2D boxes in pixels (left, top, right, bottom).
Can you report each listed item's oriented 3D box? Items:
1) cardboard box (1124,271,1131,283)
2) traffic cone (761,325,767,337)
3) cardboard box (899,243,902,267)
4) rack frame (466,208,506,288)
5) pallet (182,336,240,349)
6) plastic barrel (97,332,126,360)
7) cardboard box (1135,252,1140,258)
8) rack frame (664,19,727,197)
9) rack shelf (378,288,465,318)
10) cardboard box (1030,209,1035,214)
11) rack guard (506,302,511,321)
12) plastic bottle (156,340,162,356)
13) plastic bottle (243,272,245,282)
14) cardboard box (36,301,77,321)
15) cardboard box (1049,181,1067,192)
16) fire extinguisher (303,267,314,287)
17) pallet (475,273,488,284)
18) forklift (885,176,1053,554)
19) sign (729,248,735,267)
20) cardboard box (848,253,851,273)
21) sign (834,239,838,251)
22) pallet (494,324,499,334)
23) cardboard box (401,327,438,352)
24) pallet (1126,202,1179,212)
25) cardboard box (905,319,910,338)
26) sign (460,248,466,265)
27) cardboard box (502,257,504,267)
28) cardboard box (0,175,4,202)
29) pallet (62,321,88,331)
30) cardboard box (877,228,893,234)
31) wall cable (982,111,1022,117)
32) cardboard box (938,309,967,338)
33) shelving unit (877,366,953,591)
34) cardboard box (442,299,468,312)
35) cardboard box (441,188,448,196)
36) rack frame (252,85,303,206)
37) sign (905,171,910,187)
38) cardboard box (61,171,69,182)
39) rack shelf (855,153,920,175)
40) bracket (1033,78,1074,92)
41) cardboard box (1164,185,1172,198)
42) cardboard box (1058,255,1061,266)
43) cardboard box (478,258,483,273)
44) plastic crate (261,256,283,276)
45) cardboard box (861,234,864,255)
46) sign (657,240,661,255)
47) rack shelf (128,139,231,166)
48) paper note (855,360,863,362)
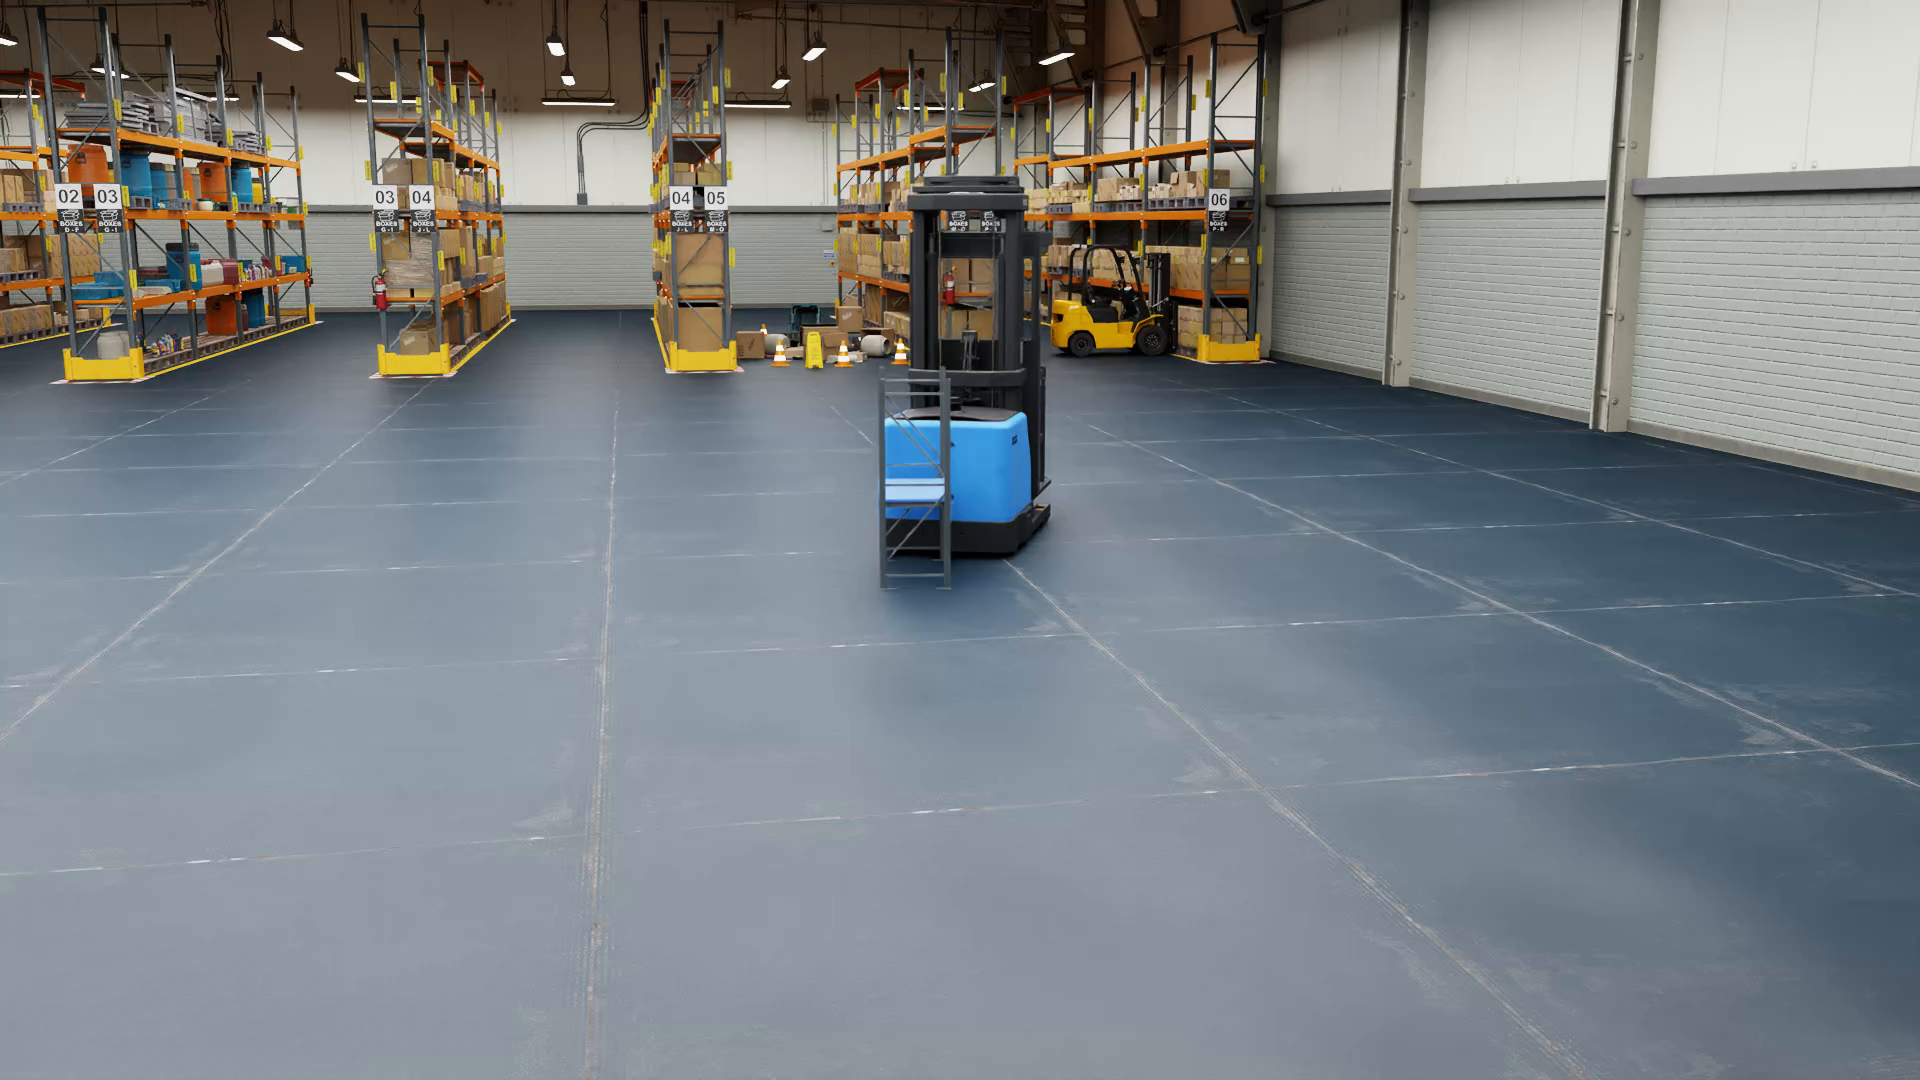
[{"bbox_3d":[3.879,-5.742,36.242,0.500,0.250,0.500,-2,11,-11],"label":"cardboard box"},{"bbox_3d":[-4.146,-4.315,35.132,0.336,0.463,0.334,-2,11,-11],"label":"traffic cone"},{"bbox_3d":[-1.038,-6.123,35.658,0.500,0.500,0.500,-2,11,-9],"label":"cardboard box"},{"bbox_3d":[-12.586,-7.300,44.027,1.000,3.000,0.127,-2,11,-11],"label":"rack frame"},{"bbox_3d":[-15.775,-4.139,34.879,1.003,0.211,1.213,-2,11,-11],"label":"pallet"},{"bbox_3d":[-14.535,-3.287,28.476,0.421,0.512,0.421,0,11,0],"label":"plastic barrel"},{"bbox_3d":[3.985,-6.110,35.771,0.380,0.149,0.250,-2,11,-12],"label":"cardboard box"},{"bbox_3d":[-4.589,-7.474,28.899,1.000,3.000,0.127,-2,11,-11],"label":"rack frame"},{"bbox_3d":[-9.863,-4.379,30.604,1.077,0.370,4.000,-2,11,-11],"label":"rack shelf"},{"bbox_3d":[2.093,-8.794,44.529,0.380,0.149,0.250,-2,11,-10],"label":"cardboard box"},{"bbox_3d":[-12.590,-6.076,44.284,1.175,0.500,0.348,-2,11,-11],"label":"rack guard"},{"bbox_3d":[-14.405,-3.453,29.904,0.061,0.283,0.133,-2,11,-10],"label":"plastic bottle"},{"bbox_3d":[-15.726,-5.797,36.445,0.061,0.283,0.133,-2,11,-11],"label":"plastic bottle"},{"bbox_3d":[-21.896,-5.541,40.285,0.797,0.503,0.637,-2,11,-11],"label":"cardboard box"},{"bbox_3d":[2.497,-8.995,42.289,0.396,0.266,0.258,-2,11,-12],"label":"cardboard box"},{"bbox_3d":[-17.027,-6.943,43.355,0.296,0.674,0.183,-2,11,-11],"label":"fire extinguisher"},{"bbox_3d":[-10.787,-5.612,35.670,1.213,0.211,1.003,-2,11,-11],"label":"pallet"},{"bbox_3d":[0.176,-1.561,14.060,1.130,2.935,3.031,2,11,11],"label":"forklift"},{"bbox_3d":[-4.043,-5.010,29.472,0.100,0.325,0.005,-2,11,-11],"label":"sign"},{"bbox_3d":[-2.645,-7.237,43.431,0.500,0.500,0.500,-2,11,-12],"label":"cardboard box"},{"bbox_3d":[-3.410,-8.105,45.732,0.100,0.325,0.005,-2,11,-11],"label":"sign"},{"bbox_3d":[-11.584,-5.058,39.704,1.003,0.211,1.213,-2,11,-11],"label":"pallet"},{"bbox_3d":[-9.729,-3.567,29.978,0.500,0.500,0.500,1,11,4],"label":"cardboard box"},{"bbox_3d":[4.153,-7.181,35.894,0.805,0.209,1.217,-3,11,-13],"label":"pallet"},{"bbox_3d":[-0.635,-4.471,35.069,0.950,0.372,0.625,-2,11,-10],"label":"cardboard box"},{"bbox_3d":[-9.721,-5.545,32.494,0.100,0.325,0.005,-2,11,-11],"label":"sign"},{"bbox_3d":[-12.231,-7.293,43.597,0.500,0.250,0.500,-2,11,-12],"label":"cardboard box"},{"bbox_3d":[-21.238,-7.645,36.161,0.600,0.600,0.600,-3,11,-13],"label":"cardboard box"},{"bbox_3d":[-21.899,-5.187,40.384,1.003,0.211,1.213,-2,11,-11],"label":"pallet"},{"bbox_3d":[-1.894,-7.853,42.256,0.380,0.149,0.250,-2,11,-12],"label":"cardboard box"},{"bbox_3d":[2.161,-14.602,51.475,2.988,3.039,0.133,-2,11,-11],"label":"wall cable"},{"bbox_3d":[-0.165,-4.087,31.373,0.500,0.500,0.500,-2,11,-11],"label":"cardboard box"},{"bbox_3d":[-0.339,-0.477,12.190,0.538,1.500,1.048,0,11,-2],"label":"shelving unit"},{"bbox_3d":[-10.757,-4.970,35.292,0.500,0.250,0.500,-1,11,-5],"label":"cardboard box"},{"bbox_3d":[-9.644,-6.404,30.633,0.380,0.149,0.250,-2,11,-8],"label":"cardboard box"},{"bbox_3d":[-17.444,-10.067,42.520,1.000,3.000,0.127,-2,11,-11],"label":"rack frame"},{"bbox_3d":[-1.075,-7.360,33.882,0.100,0.325,0.005,-2,11,-11],"label":"sign"},{"bbox_3d":[-21.971,-8.678,40.304,0.700,0.500,0.500,-2,11,-11],"label":"cardboard box"},{"bbox_3d":[-1.698,-8.957,39.683,1.077,0.370,4.000,-2,11,-11],"label":"rack shelf"},{"bbox_3d":[2.600,-12.519,45.779,0.076,0.066,4.783,-2,11,-11],"label":"bracket"},{"bbox_3d":[4.328,-7.020,33.505,0.396,0.266,0.258,-2,11,-12],"label":"cardboard box"},{"bbox_3d":[2.675,-6.979,41.579,0.396,0.266,0.258,-2,11,-8],"label":"cardboard box"},{"bbox_3d":[-10.857,-5.981,36.829,0.500,0.500,0.500,-2,11,-9],"label":"cardboard box"},{"bbox_3d":[-16.594,-6.620,40.123,0.402,0.464,0.583,-2,11,-11],"label":"plastic crate"},{"bbox_3d":[-2.157,-7.283,40.999,0.500,0.500,0.500,-2,11,-11],"label":"cardboard box"},{"bbox_3d":[-6.675,-6.503,36.955,0.100,0.325,0.005,-2,11,-11],"label":"sign"},{"bbox_3d":[-15.499,-7.683,32.989,1.077,0.370,4.000,-2,11,-11],"label":"rack shelf"},{"bbox_3d":[-1.889,-3.368,31.311,0.148,0.019,0.142,-6,13,-31],"label":"paper note"}]
